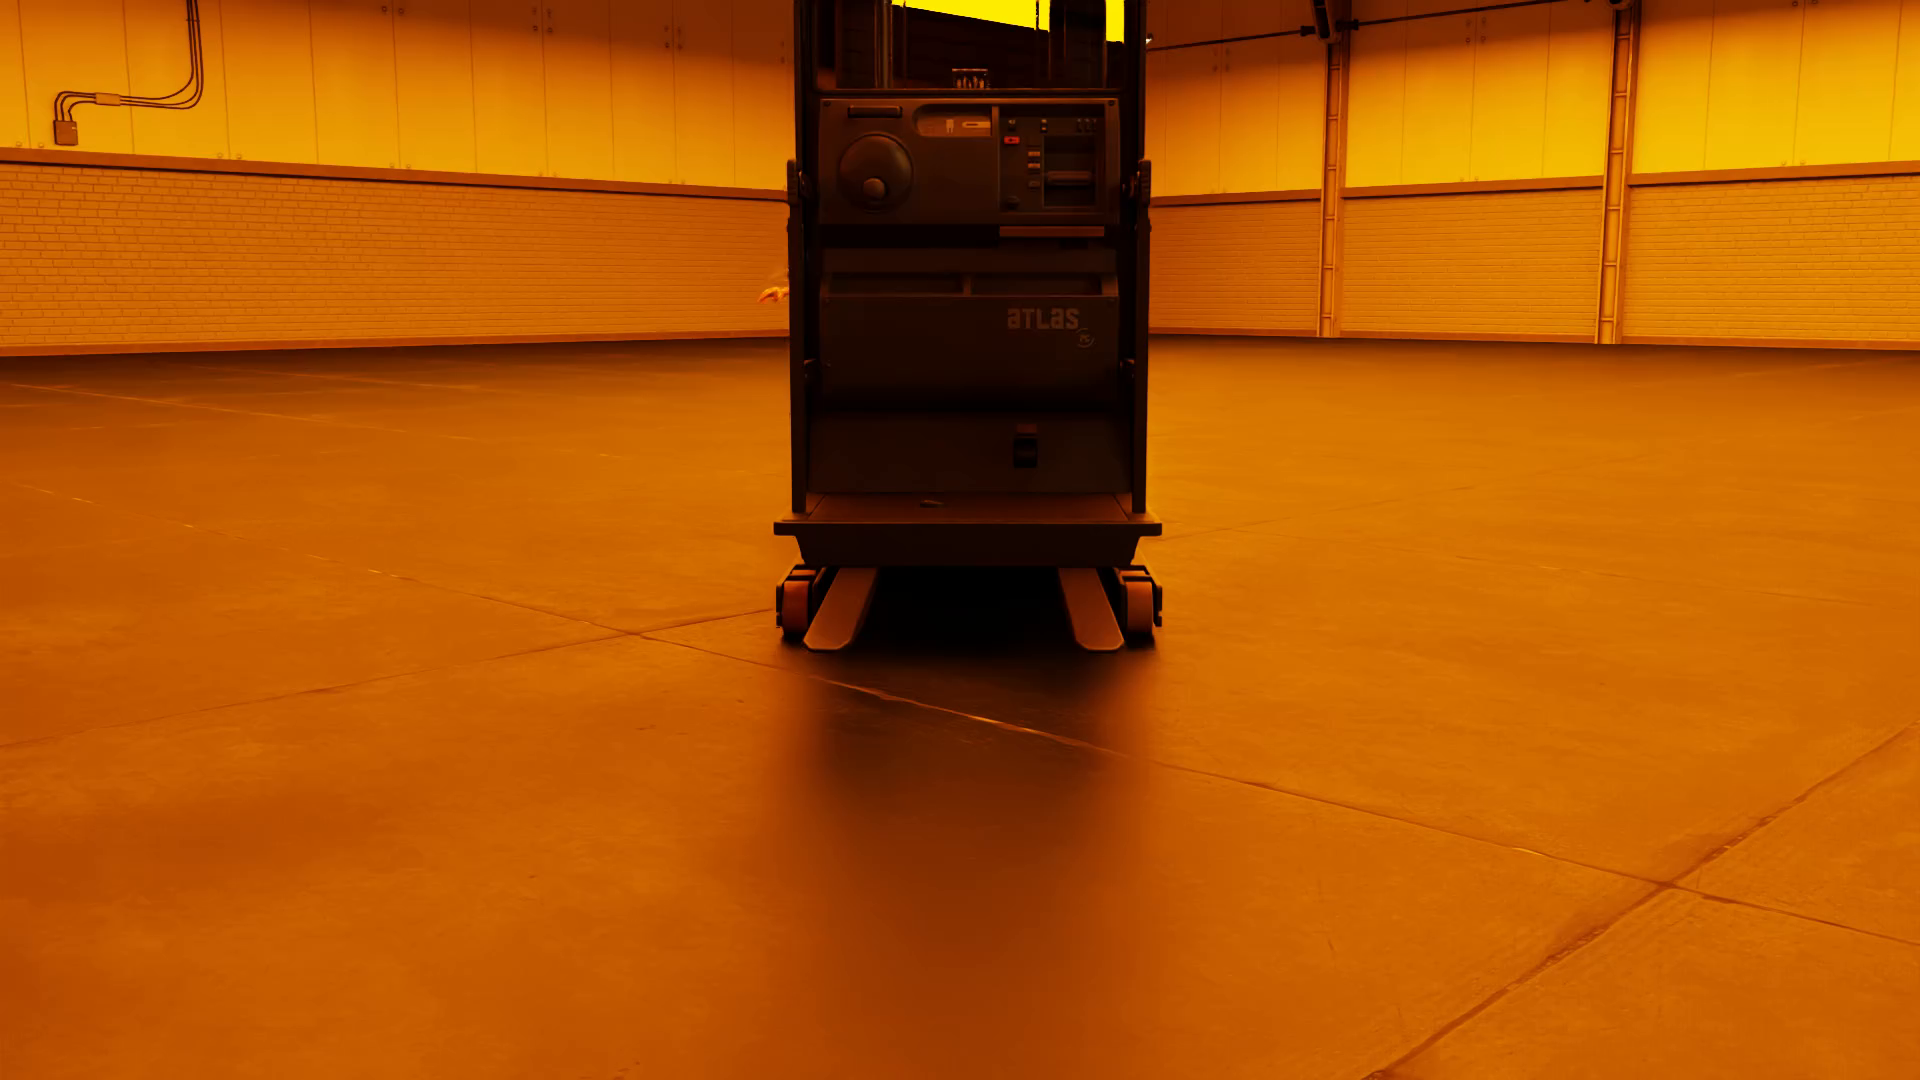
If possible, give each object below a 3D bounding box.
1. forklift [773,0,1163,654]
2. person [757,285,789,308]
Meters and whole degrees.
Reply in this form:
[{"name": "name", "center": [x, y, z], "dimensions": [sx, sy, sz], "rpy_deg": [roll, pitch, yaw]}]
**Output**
[{"name": "forklift", "center": [0.028, -1.214, 4.937], "dimensions": [1.130, 2.935, 3.031], "rpy_deg": [0, 9, 1]}, {"name": "person", "center": [-0.481, -0.735, 7.305], "dimensions": [0.867, 1.365, 0.632], "rpy_deg": [8, 11, 41]}]
